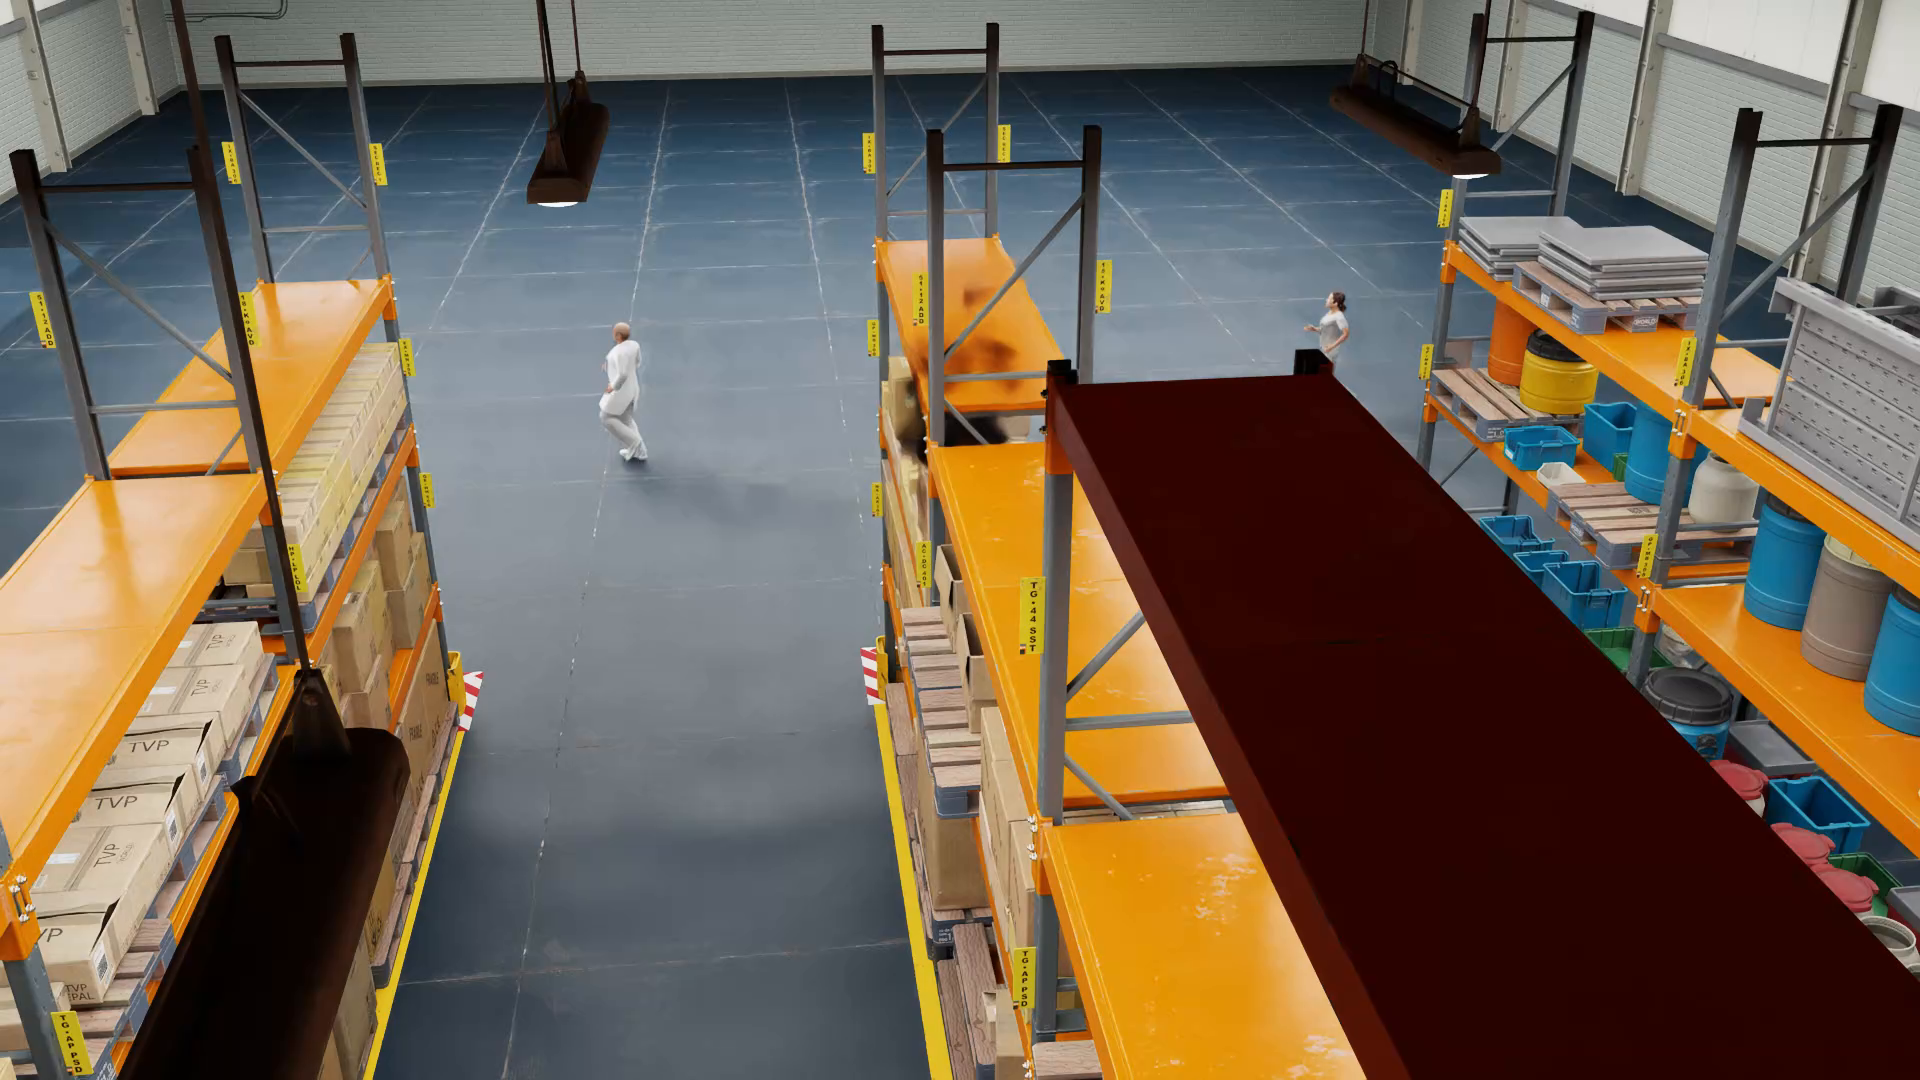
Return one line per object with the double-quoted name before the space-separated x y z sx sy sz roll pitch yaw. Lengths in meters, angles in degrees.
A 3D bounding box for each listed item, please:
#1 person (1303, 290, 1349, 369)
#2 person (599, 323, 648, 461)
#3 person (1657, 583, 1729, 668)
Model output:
"person" 4.772 -2.446 21.714 0.628 1.667 0.547 4 26 9
"person" -4.164 -1.820 20.282 0.634 1.733 0.698 9 27 17
"person" 6.417 0.816 14.770 0.651 1.743 0.585 -6 26 -13
